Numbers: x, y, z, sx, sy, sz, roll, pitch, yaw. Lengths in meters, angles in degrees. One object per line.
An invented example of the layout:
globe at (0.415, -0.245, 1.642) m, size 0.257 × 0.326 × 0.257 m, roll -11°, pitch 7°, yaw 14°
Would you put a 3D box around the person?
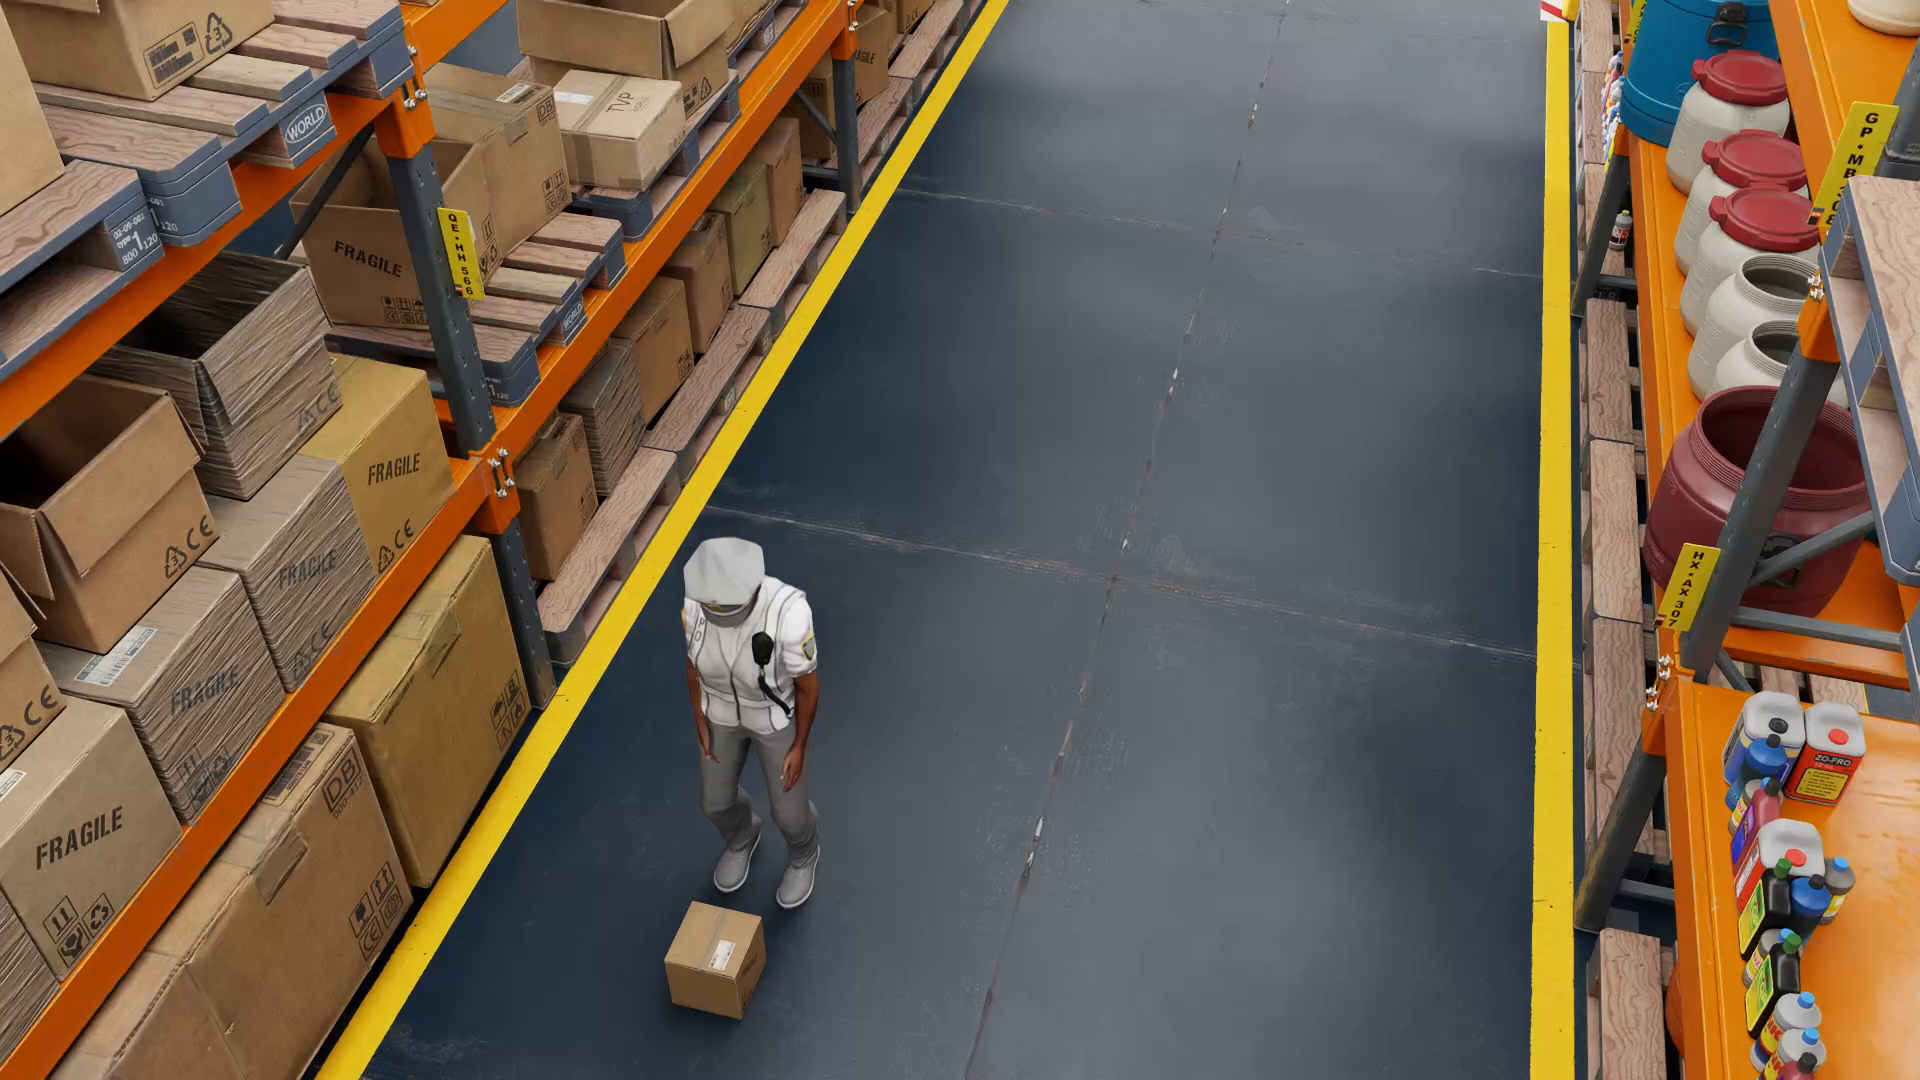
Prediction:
person at (-0.670, 0.610, 5.504) m, size 0.457 × 1.624 × 0.442 m, roll 11°, pitch 42°, yaw 12°
